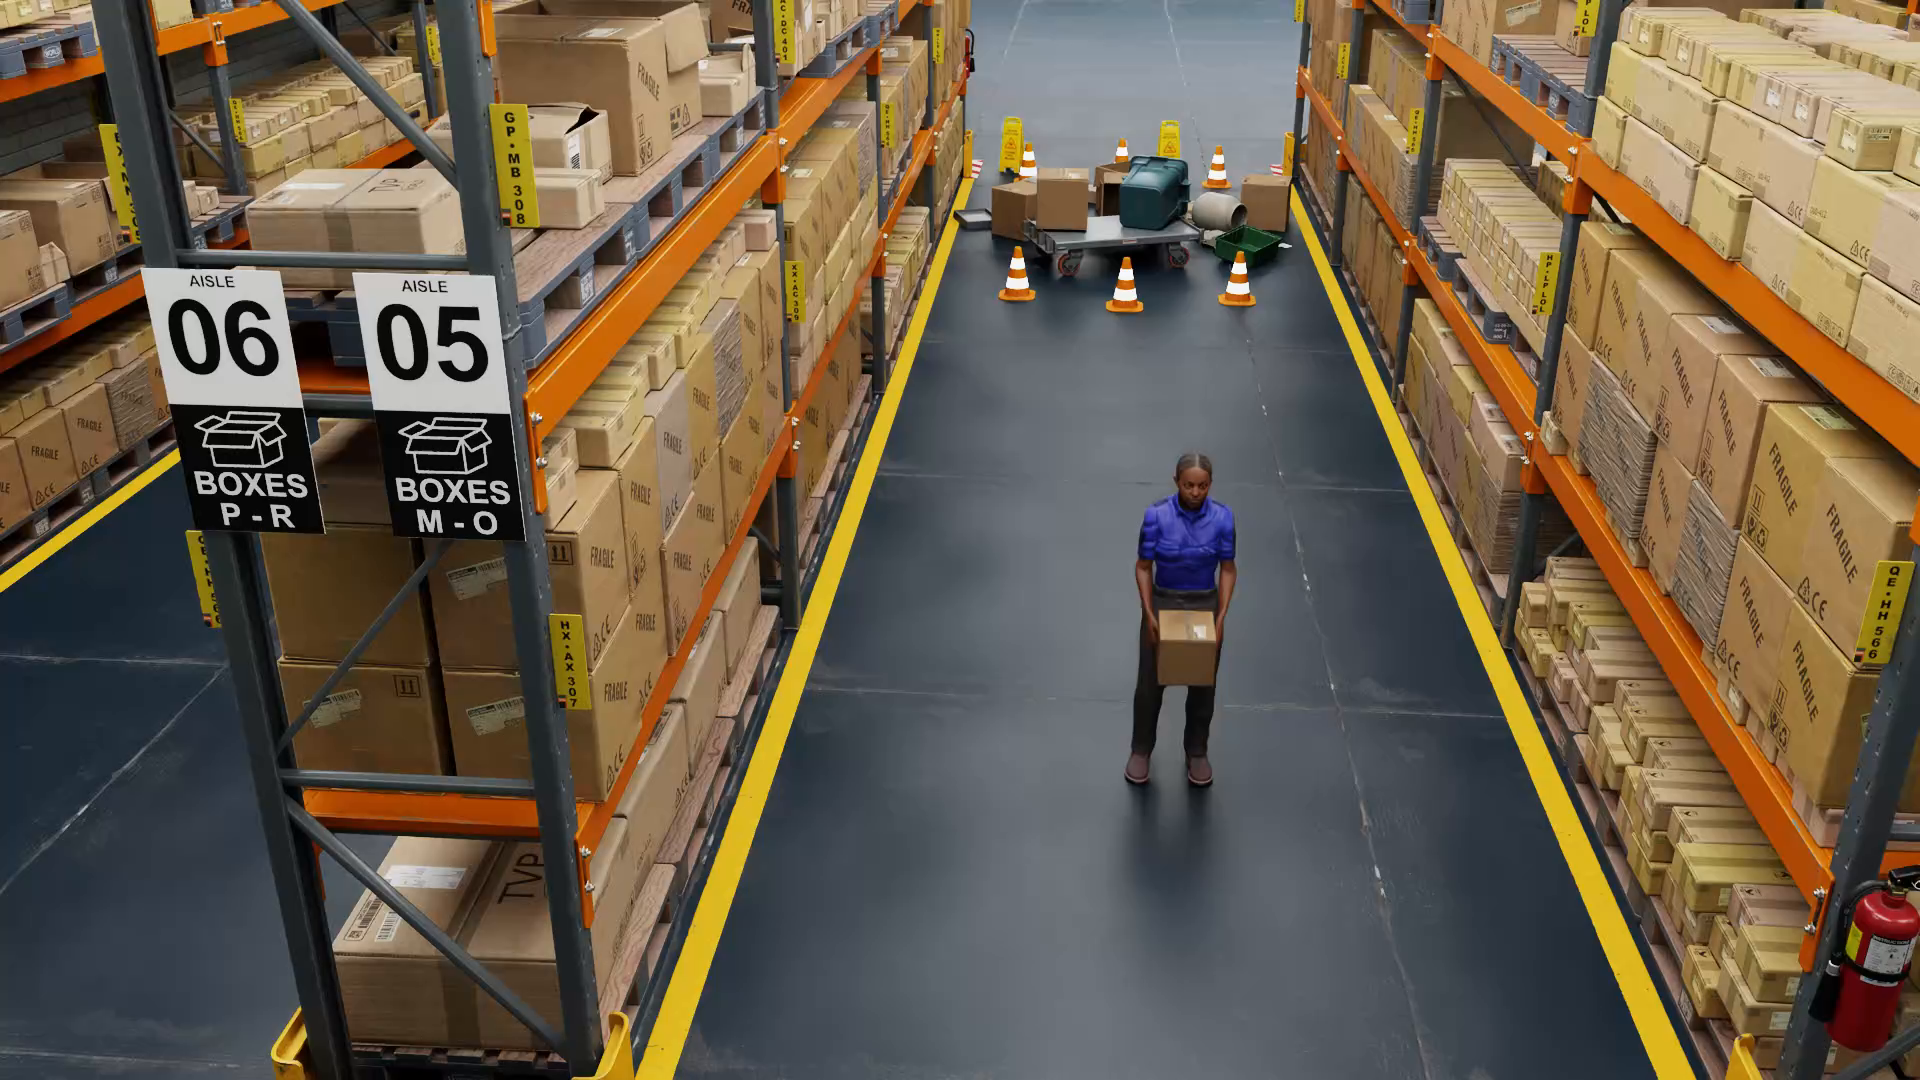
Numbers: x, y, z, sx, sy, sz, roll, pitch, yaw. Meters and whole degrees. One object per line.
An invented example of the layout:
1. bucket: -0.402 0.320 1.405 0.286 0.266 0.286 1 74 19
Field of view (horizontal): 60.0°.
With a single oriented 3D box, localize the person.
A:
1. person: 1.045 0.376 7.784 0.479 1.663 0.405 1 25 3
